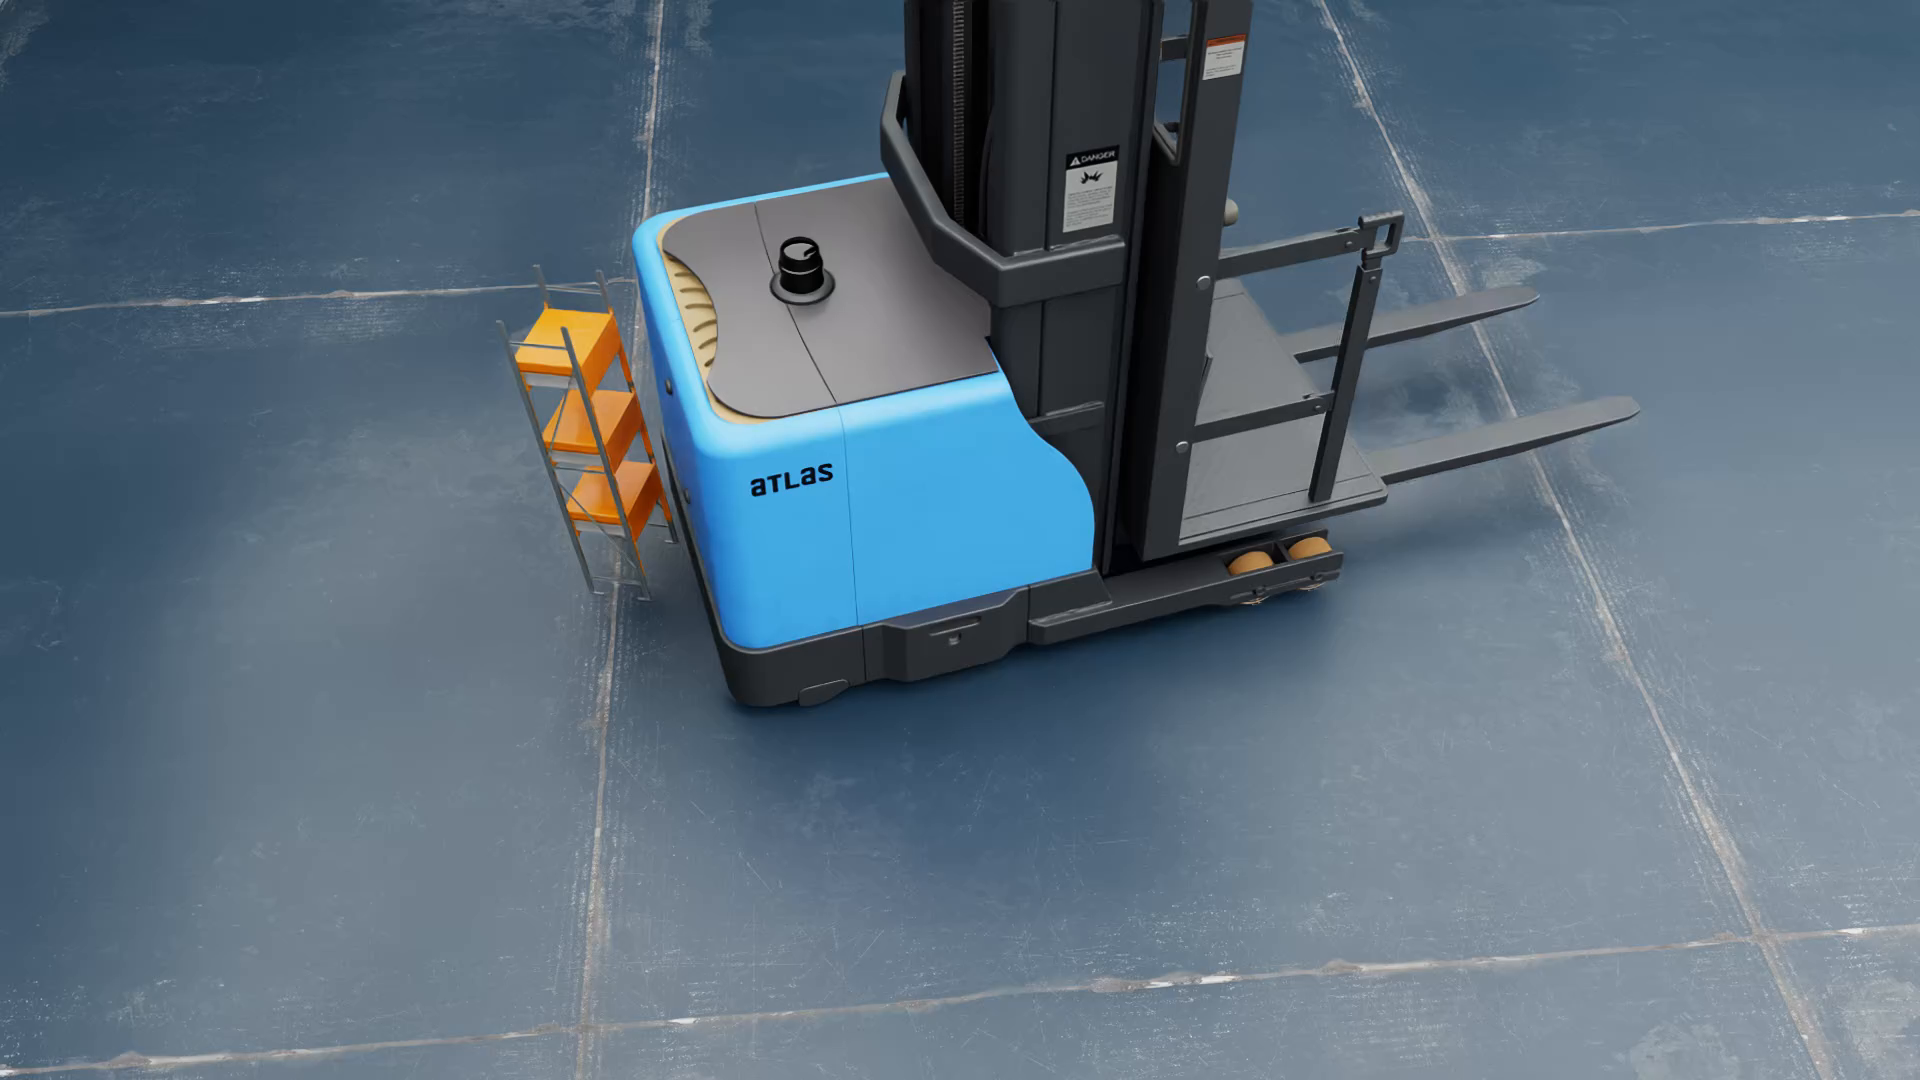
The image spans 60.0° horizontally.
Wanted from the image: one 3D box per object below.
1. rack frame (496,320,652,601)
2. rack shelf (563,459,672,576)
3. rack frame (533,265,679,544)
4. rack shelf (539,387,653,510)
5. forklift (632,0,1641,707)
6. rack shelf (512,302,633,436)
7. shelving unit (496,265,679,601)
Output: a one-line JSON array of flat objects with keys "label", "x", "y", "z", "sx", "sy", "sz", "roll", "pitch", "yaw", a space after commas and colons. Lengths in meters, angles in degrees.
[{"label": "rack frame", "x": -1.075, "y": -0.194, "z": 4.700, "sx": 0.200, "sy": 1.050, "sz": 0.008, "roll": 6, "pitch": 47, "yaw": 12}, {"label": "rack shelf", "x": -1.026, "y": -0.079, "z": 4.987, "sx": 0.215, "sy": 0.259, "sz": 0.240, "roll": 6, "pitch": 47, "yaw": 12}, {"label": "rack frame", "x": -1.020, "y": -0.367, "z": 4.864, "sx": 0.200, "sy": 1.050, "sz": 0.008, "roll": 6, "pitch": 47, "yaw": 12}, {"label": "rack shelf", "x": -1.047, "y": -0.273, "z": 4.789, "sx": 0.215, "sy": 0.259, "sz": 0.240, "roll": 6, "pitch": 47, "yaw": 12}, {"label": "forklift", "x": 0.649, "y": -1.166, "z": 4.335, "sx": 3.031, "sy": 2.935, "sz": 1.130, "roll": -13, "pitch": 48, "yaw": -12}, {"label": "rack shelf", "x": -1.069, "y": -0.472, "z": 4.588, "sx": 0.215, "sy": 0.259, "sz": 0.240, "roll": 6, "pitch": 47, "yaw": 12}, {"label": "shelving unit", "x": -1.048, "y": -0.281, "z": 4.782, "sx": 0.215, "sy": 1.050, "sz": 0.252, "roll": 6, "pitch": 47, "yaw": 12}]
